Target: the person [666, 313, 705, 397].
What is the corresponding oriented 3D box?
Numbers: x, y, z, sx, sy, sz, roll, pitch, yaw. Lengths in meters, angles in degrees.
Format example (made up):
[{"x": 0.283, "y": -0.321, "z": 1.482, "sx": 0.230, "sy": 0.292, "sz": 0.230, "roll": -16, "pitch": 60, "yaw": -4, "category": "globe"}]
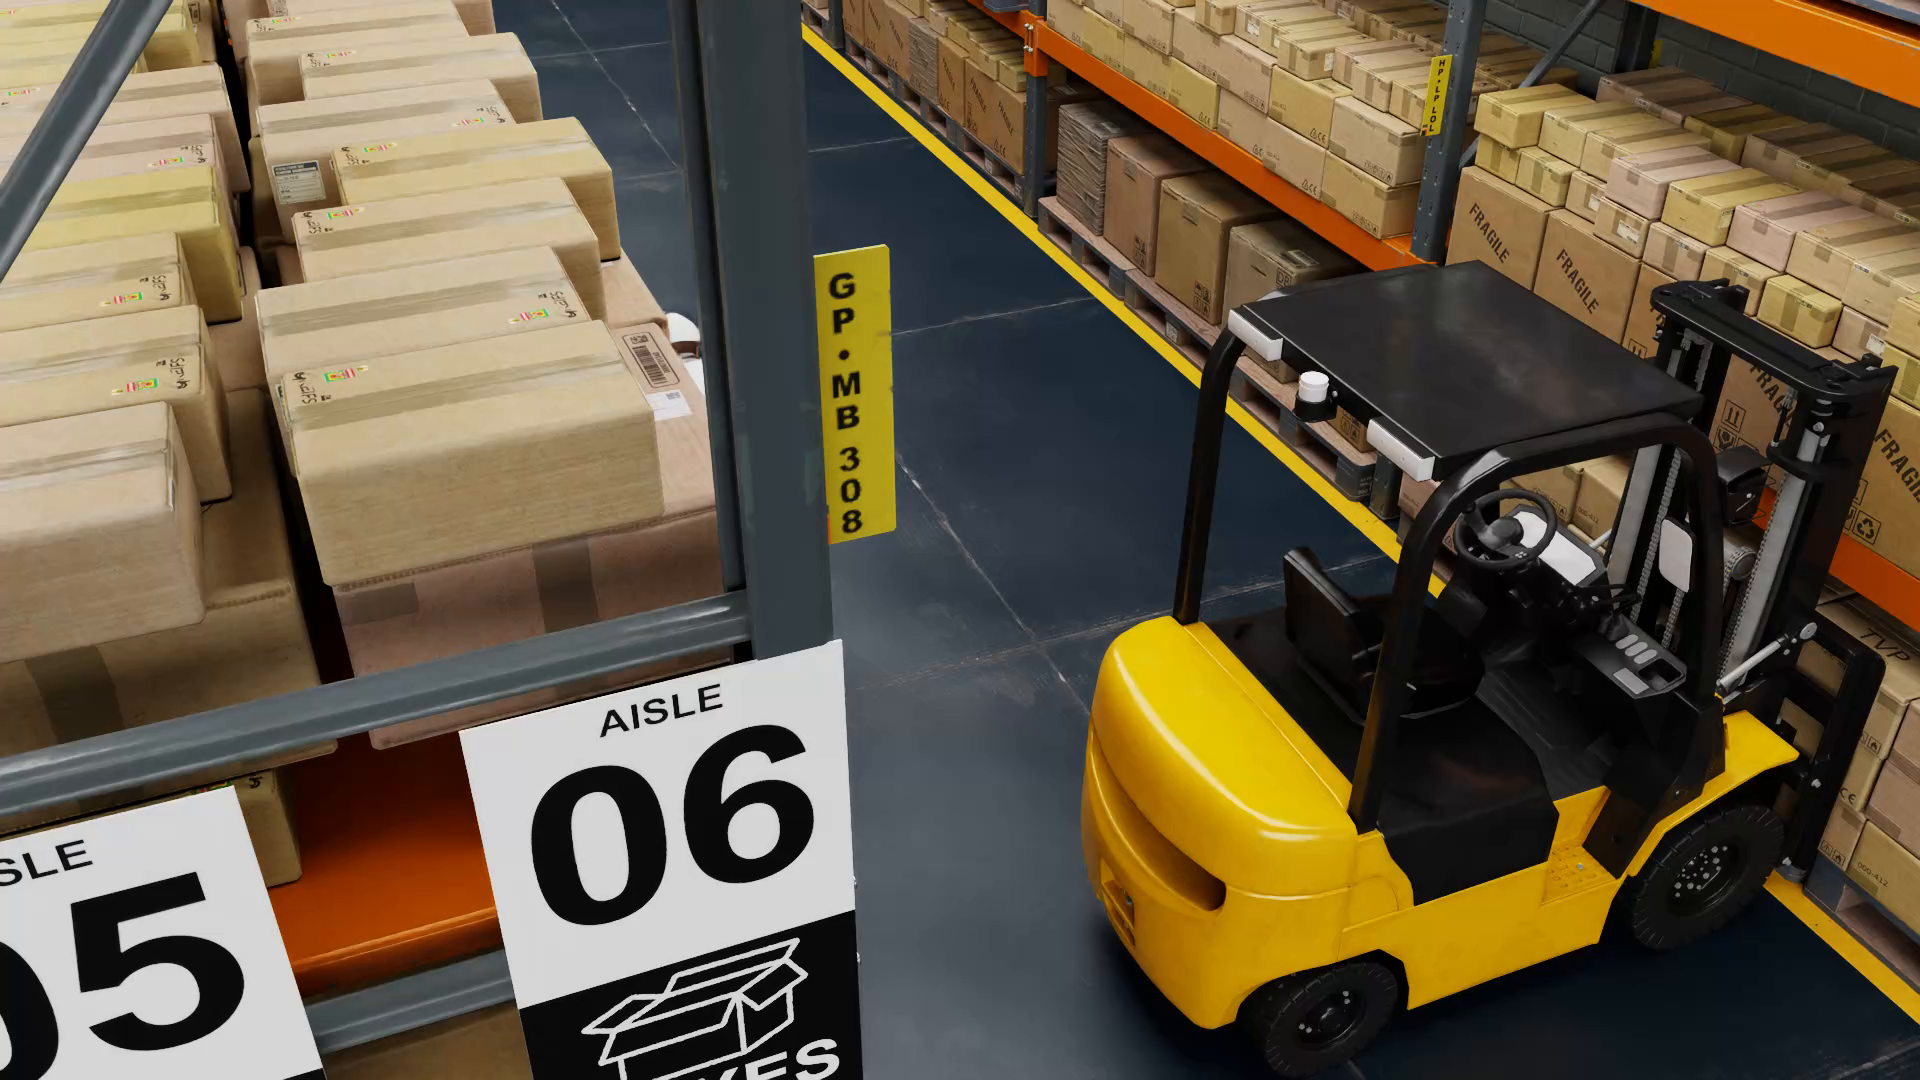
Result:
[{"x": -1.078, "y": -0.299, "z": 7.114, "sx": 0.568, "sy": 1.182, "sz": 0.861, "roll": -13, "pitch": 36, "yaw": -20, "category": "person"}]
